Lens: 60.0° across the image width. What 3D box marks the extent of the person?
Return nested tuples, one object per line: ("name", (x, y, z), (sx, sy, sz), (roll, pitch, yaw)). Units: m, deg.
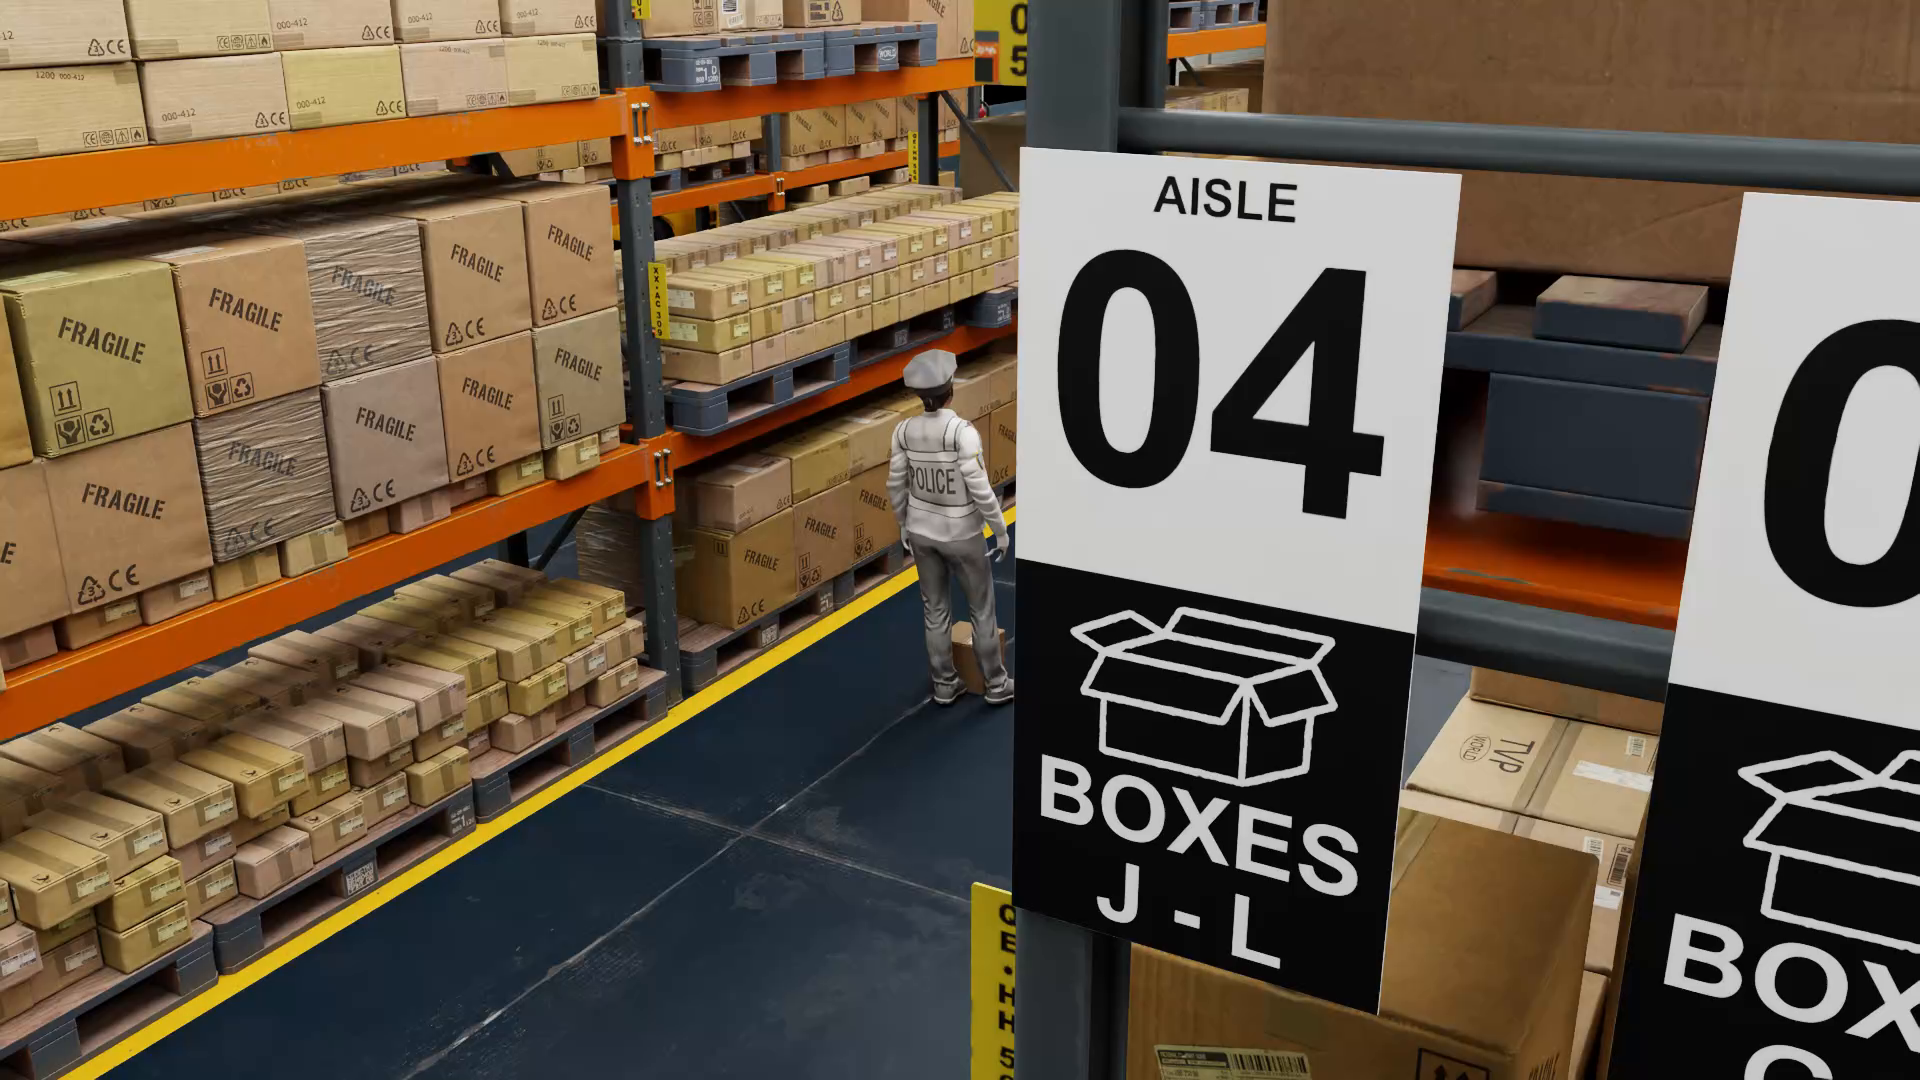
("person", (-0.023, -0.053, 7.641), (0.587, 1.694, 0.530), (11, 22, 27))
